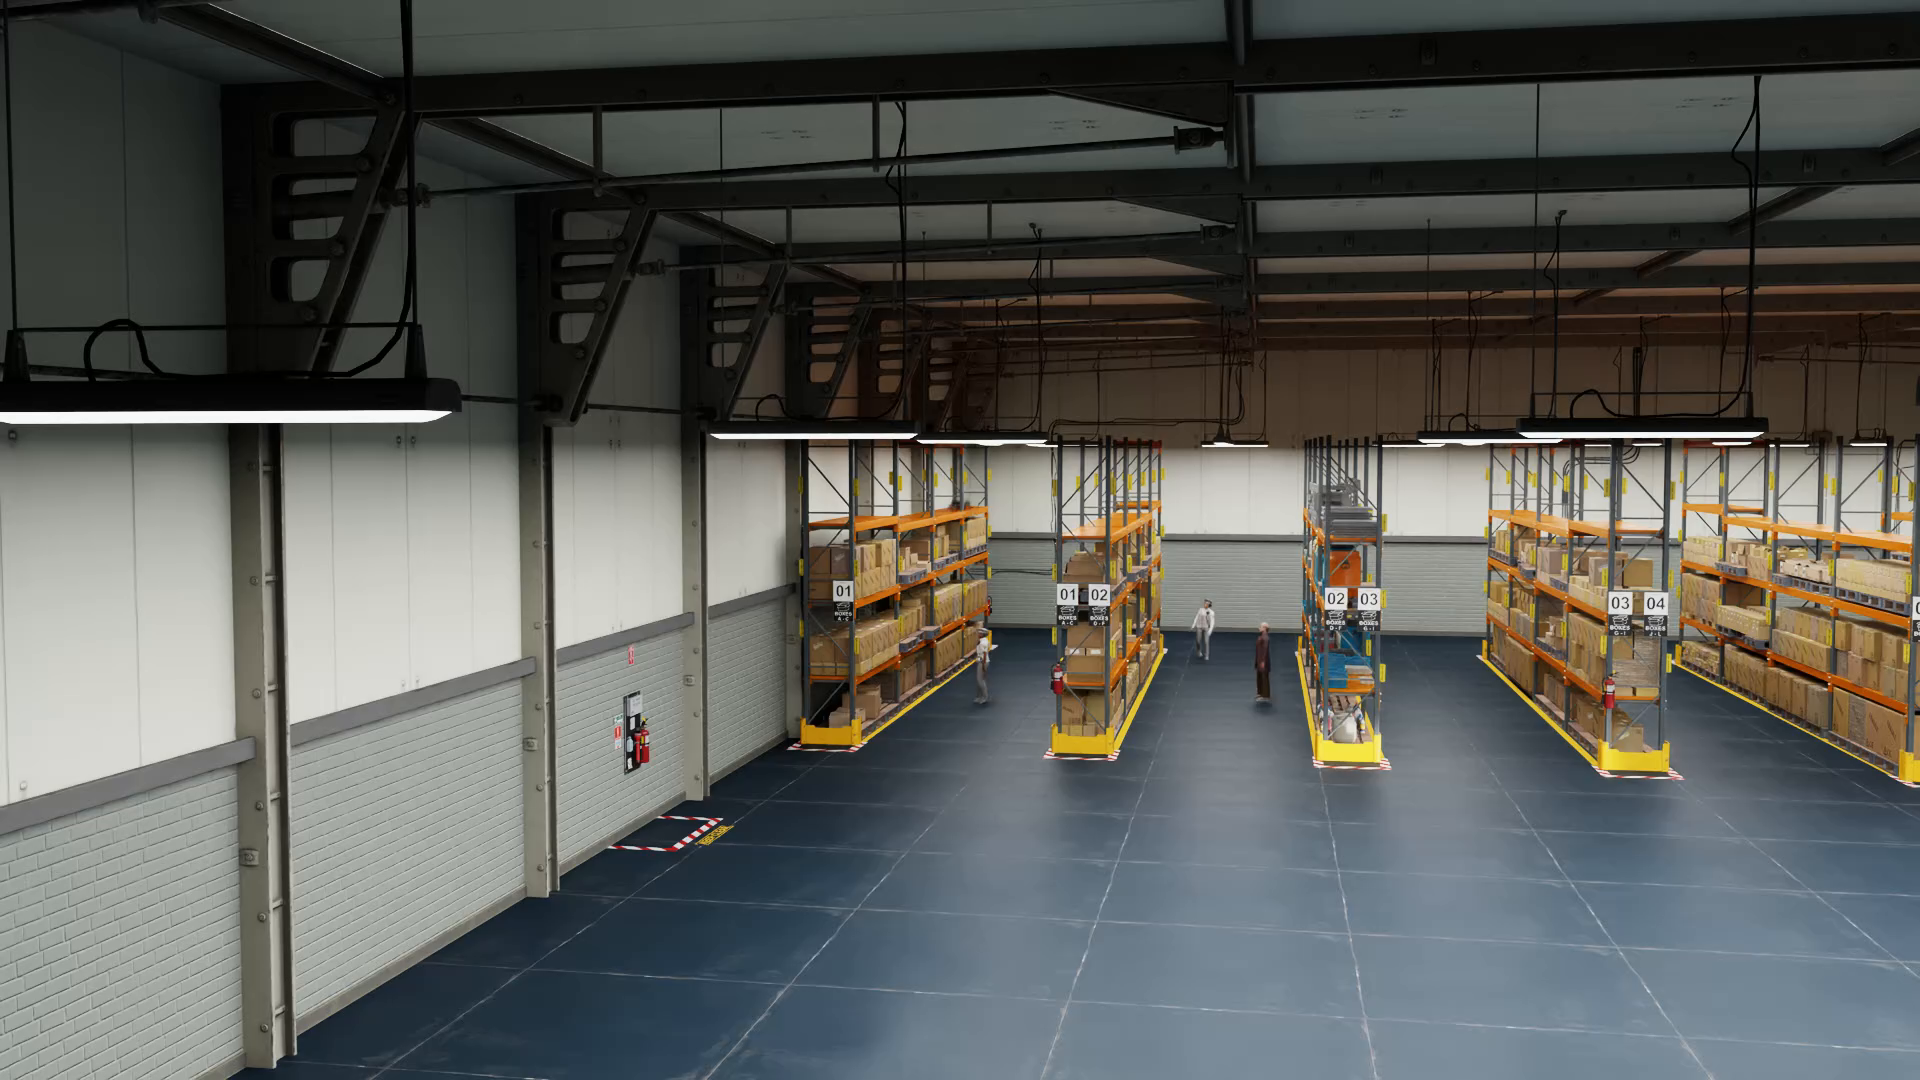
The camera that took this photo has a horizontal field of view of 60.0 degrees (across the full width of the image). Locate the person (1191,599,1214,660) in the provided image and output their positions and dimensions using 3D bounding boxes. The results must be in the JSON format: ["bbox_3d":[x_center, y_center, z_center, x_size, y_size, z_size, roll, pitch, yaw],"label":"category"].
[{"bbox_3d":[6.674,2.431,45.644,0.609,1.667,0.627,1,3,18],"label":"person"}]

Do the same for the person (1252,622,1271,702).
[{"bbox_3d":[6.887,2.875,37.949,0.418,1.581,0.613,0,3,-7],"label":"person"}]

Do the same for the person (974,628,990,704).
[{"bbox_3d":[0.496,2.852,37.819,0.365,1.719,0.529,0,3,0],"label":"person"}]
